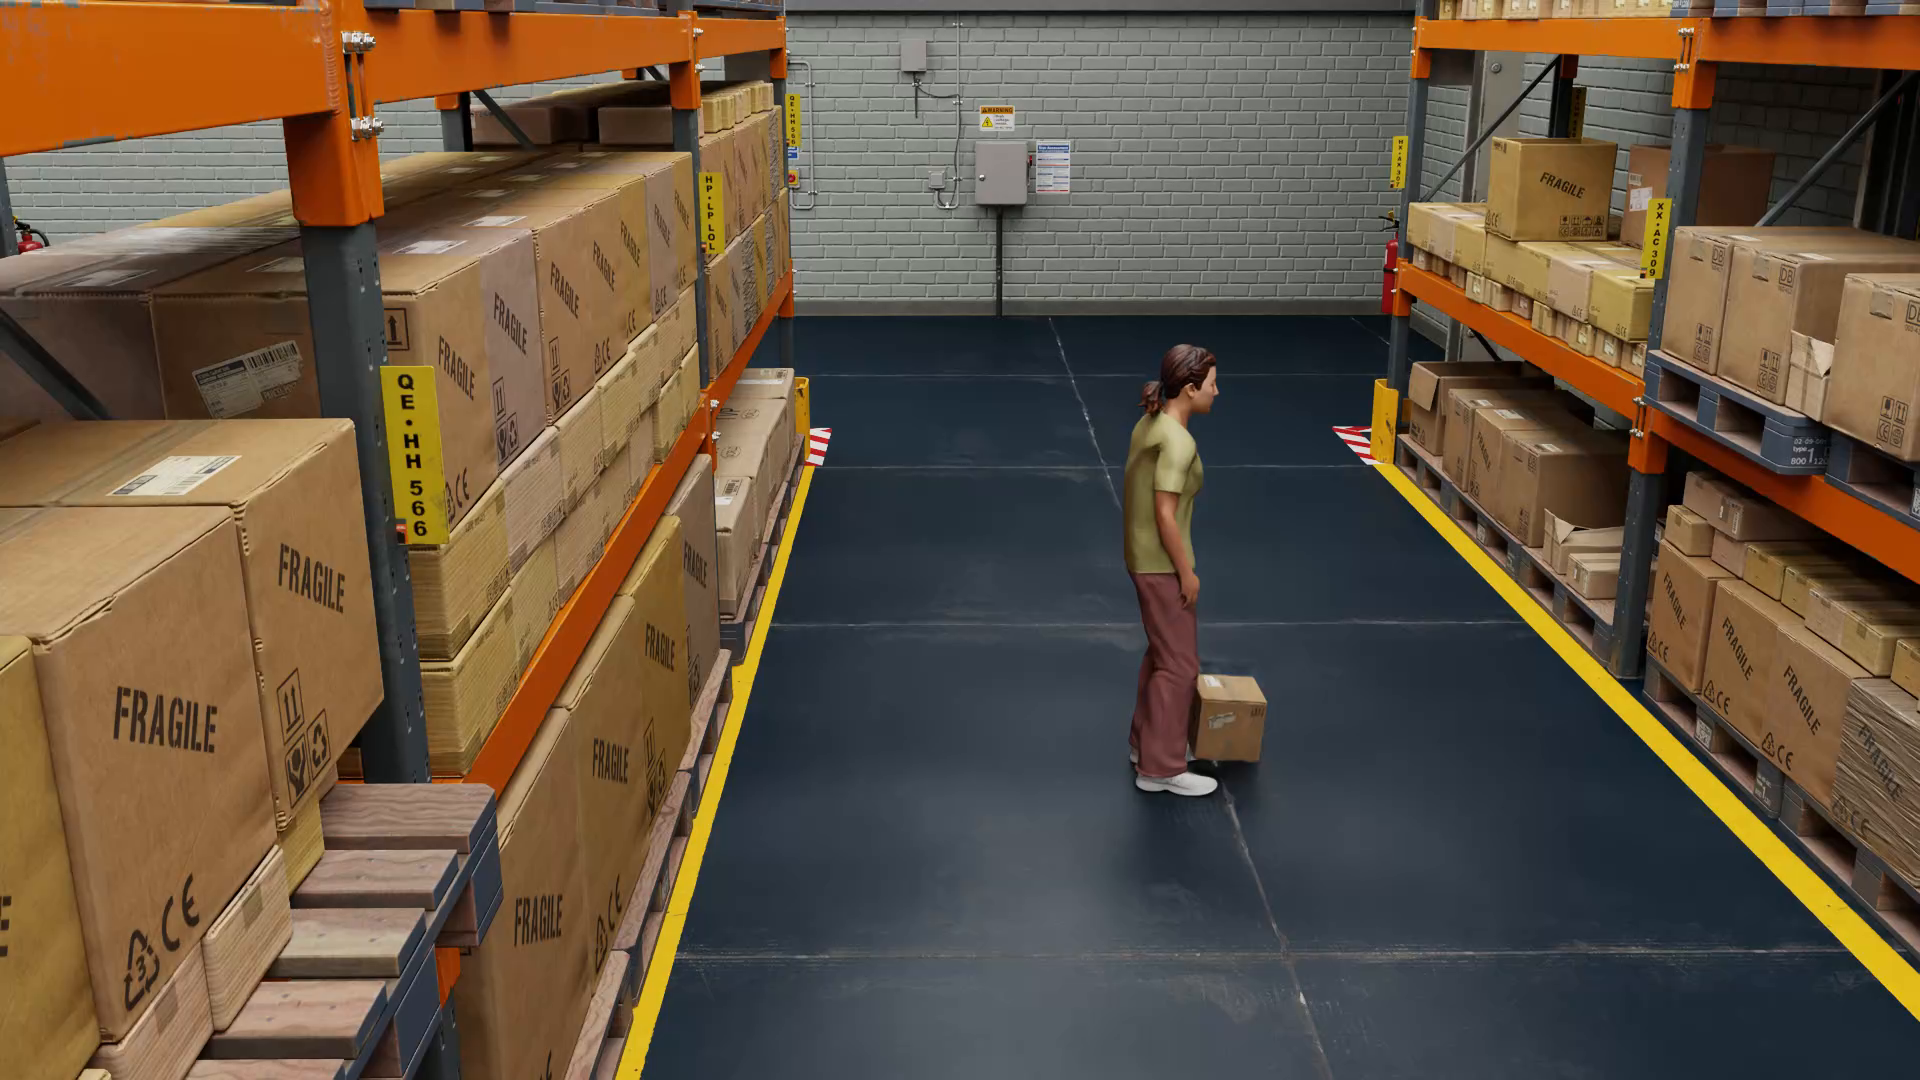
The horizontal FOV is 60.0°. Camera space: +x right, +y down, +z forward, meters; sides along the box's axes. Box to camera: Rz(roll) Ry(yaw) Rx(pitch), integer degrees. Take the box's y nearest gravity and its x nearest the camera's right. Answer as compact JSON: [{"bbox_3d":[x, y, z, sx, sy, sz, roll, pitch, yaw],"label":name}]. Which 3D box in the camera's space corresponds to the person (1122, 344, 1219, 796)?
[{"bbox_3d":[0.793,0.100,6.225,0.372,1.674,0.489,-1,17,-3],"label":"person"}]
